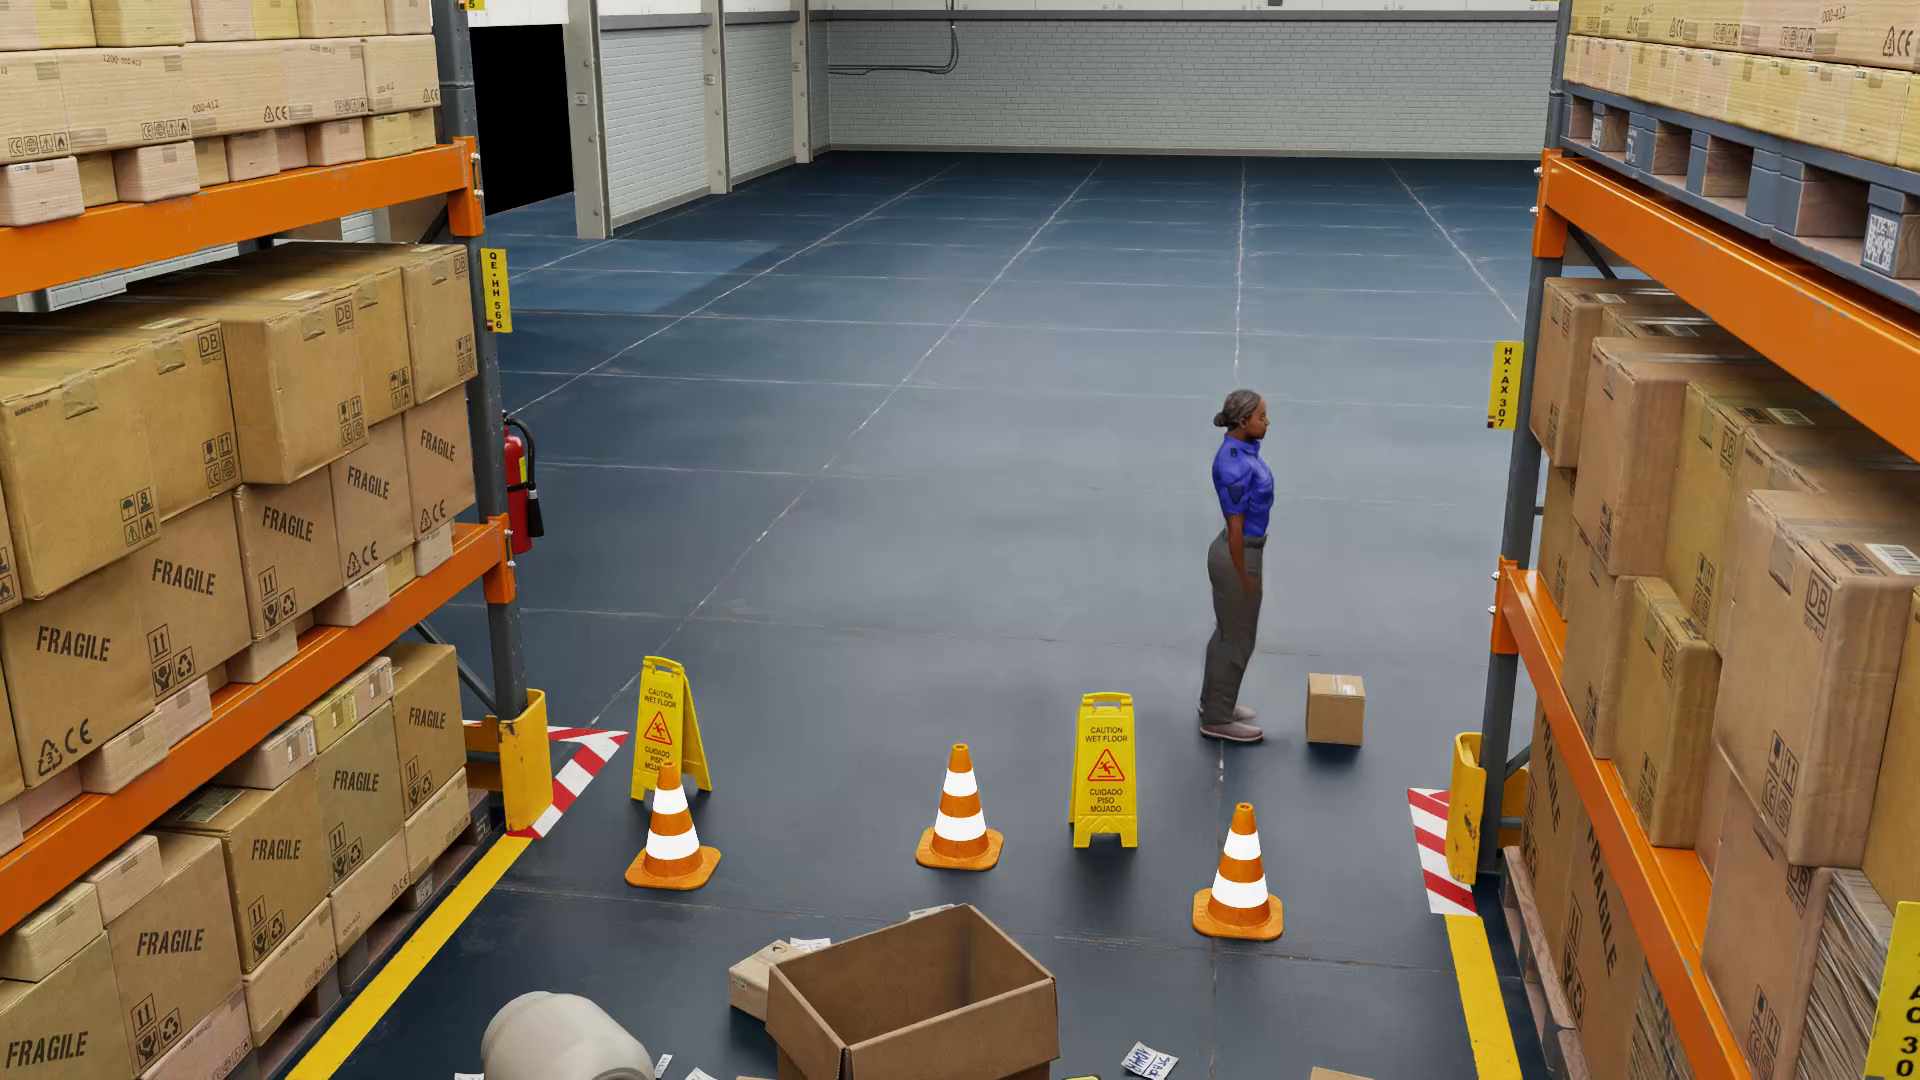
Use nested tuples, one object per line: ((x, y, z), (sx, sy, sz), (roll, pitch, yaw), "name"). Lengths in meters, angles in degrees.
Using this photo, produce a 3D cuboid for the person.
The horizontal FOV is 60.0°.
((1.299, 0.117, 7.744), (0.316, 1.680, 0.438), (3, 18, 10), "person")
